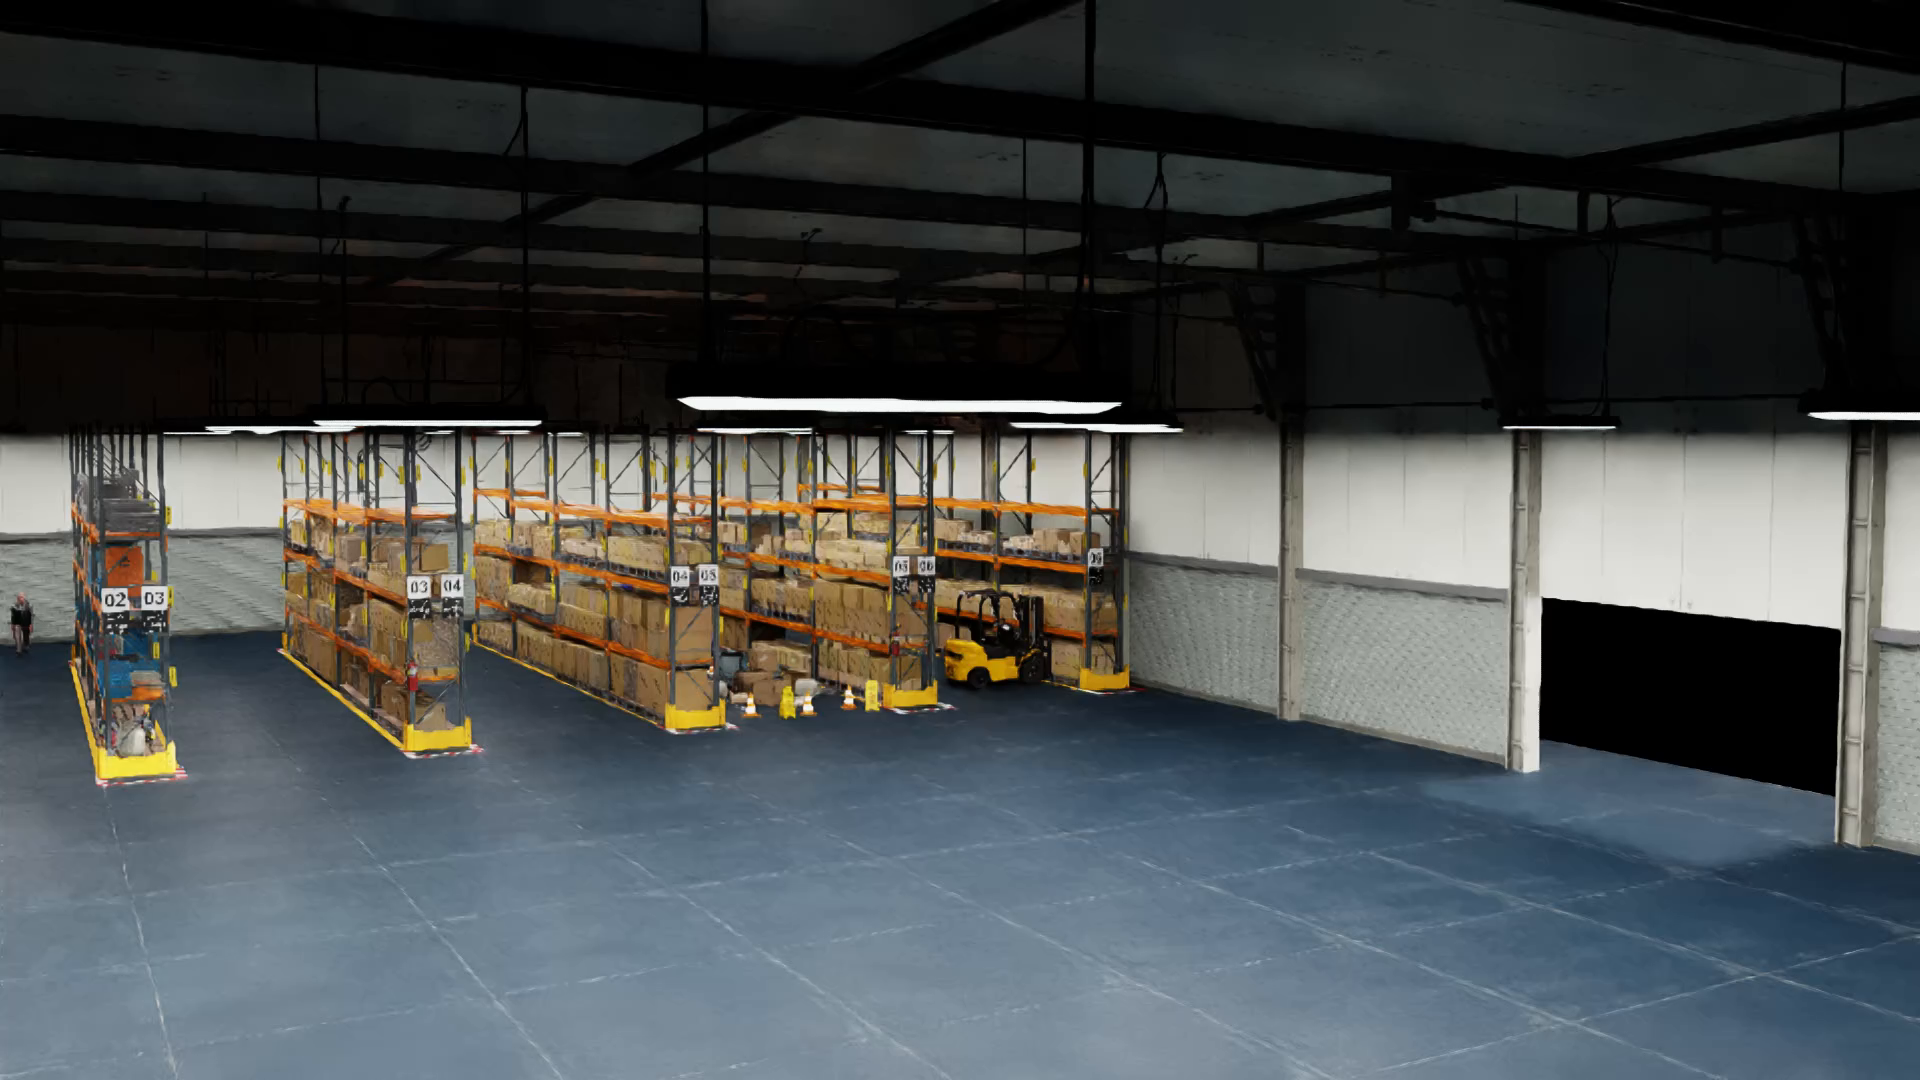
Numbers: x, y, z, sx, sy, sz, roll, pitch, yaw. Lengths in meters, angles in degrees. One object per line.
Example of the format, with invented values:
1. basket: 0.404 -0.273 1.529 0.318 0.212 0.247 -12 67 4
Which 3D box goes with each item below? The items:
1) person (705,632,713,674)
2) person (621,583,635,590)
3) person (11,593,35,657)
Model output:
1. person: -6.085 2.433 40.233 0.527 1.581 0.522 0 4 1
2. person: -10.256 1.724 51.554 0.499 1.645 0.572 1 4 18
3. person: -24.531 2.202 43.533 0.543 1.644 1.119 -2 4 -32
